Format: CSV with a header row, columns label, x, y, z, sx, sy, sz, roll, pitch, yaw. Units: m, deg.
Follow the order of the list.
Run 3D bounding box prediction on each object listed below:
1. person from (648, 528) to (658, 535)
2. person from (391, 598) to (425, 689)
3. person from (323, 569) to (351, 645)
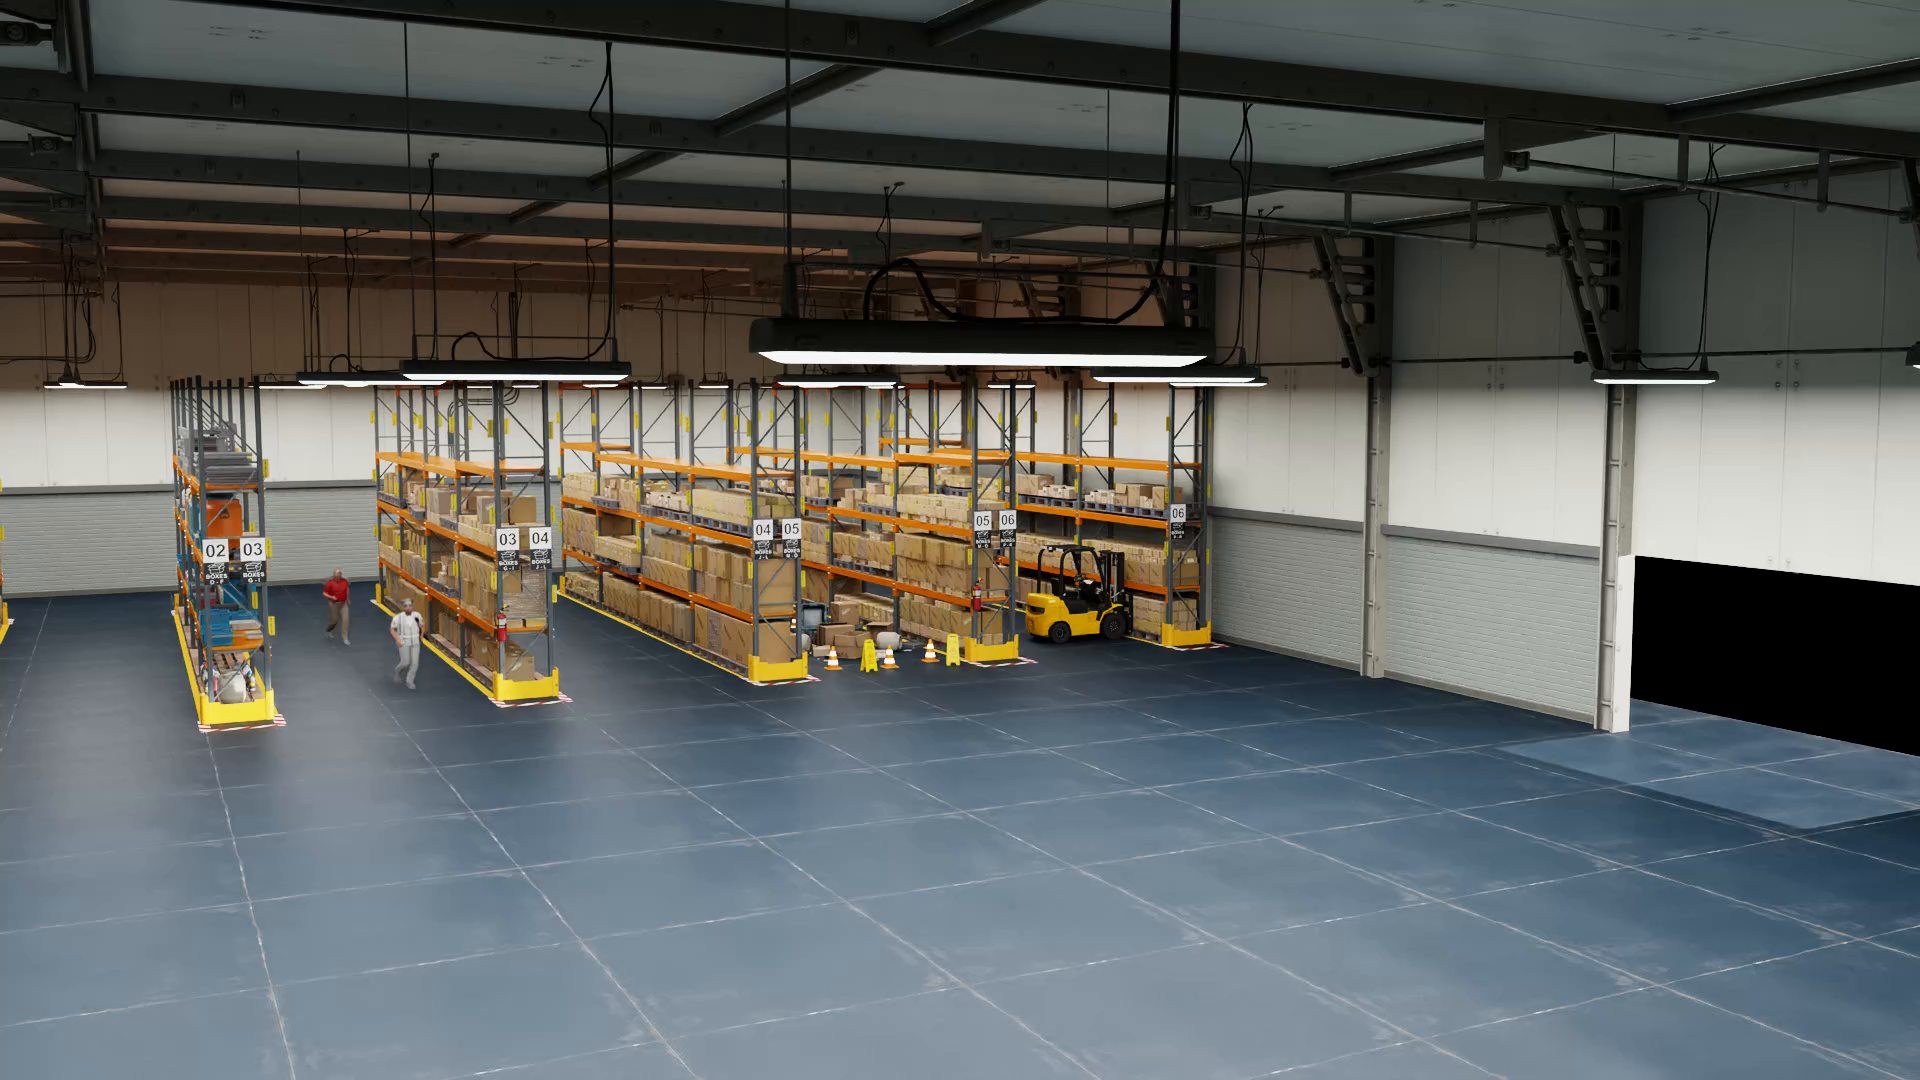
label,x,y,z,sx,sy,sz,roll,pitch,yaw
person,-9.211,0.474,49.544,0.667,1.690,0.582,-4,6,-37
person,-10.723,1.991,32.275,0.594,1.758,0.563,-4,6,-35
person,-14.191,1.502,37.884,0.647,1.716,0.943,-5,7,-42
